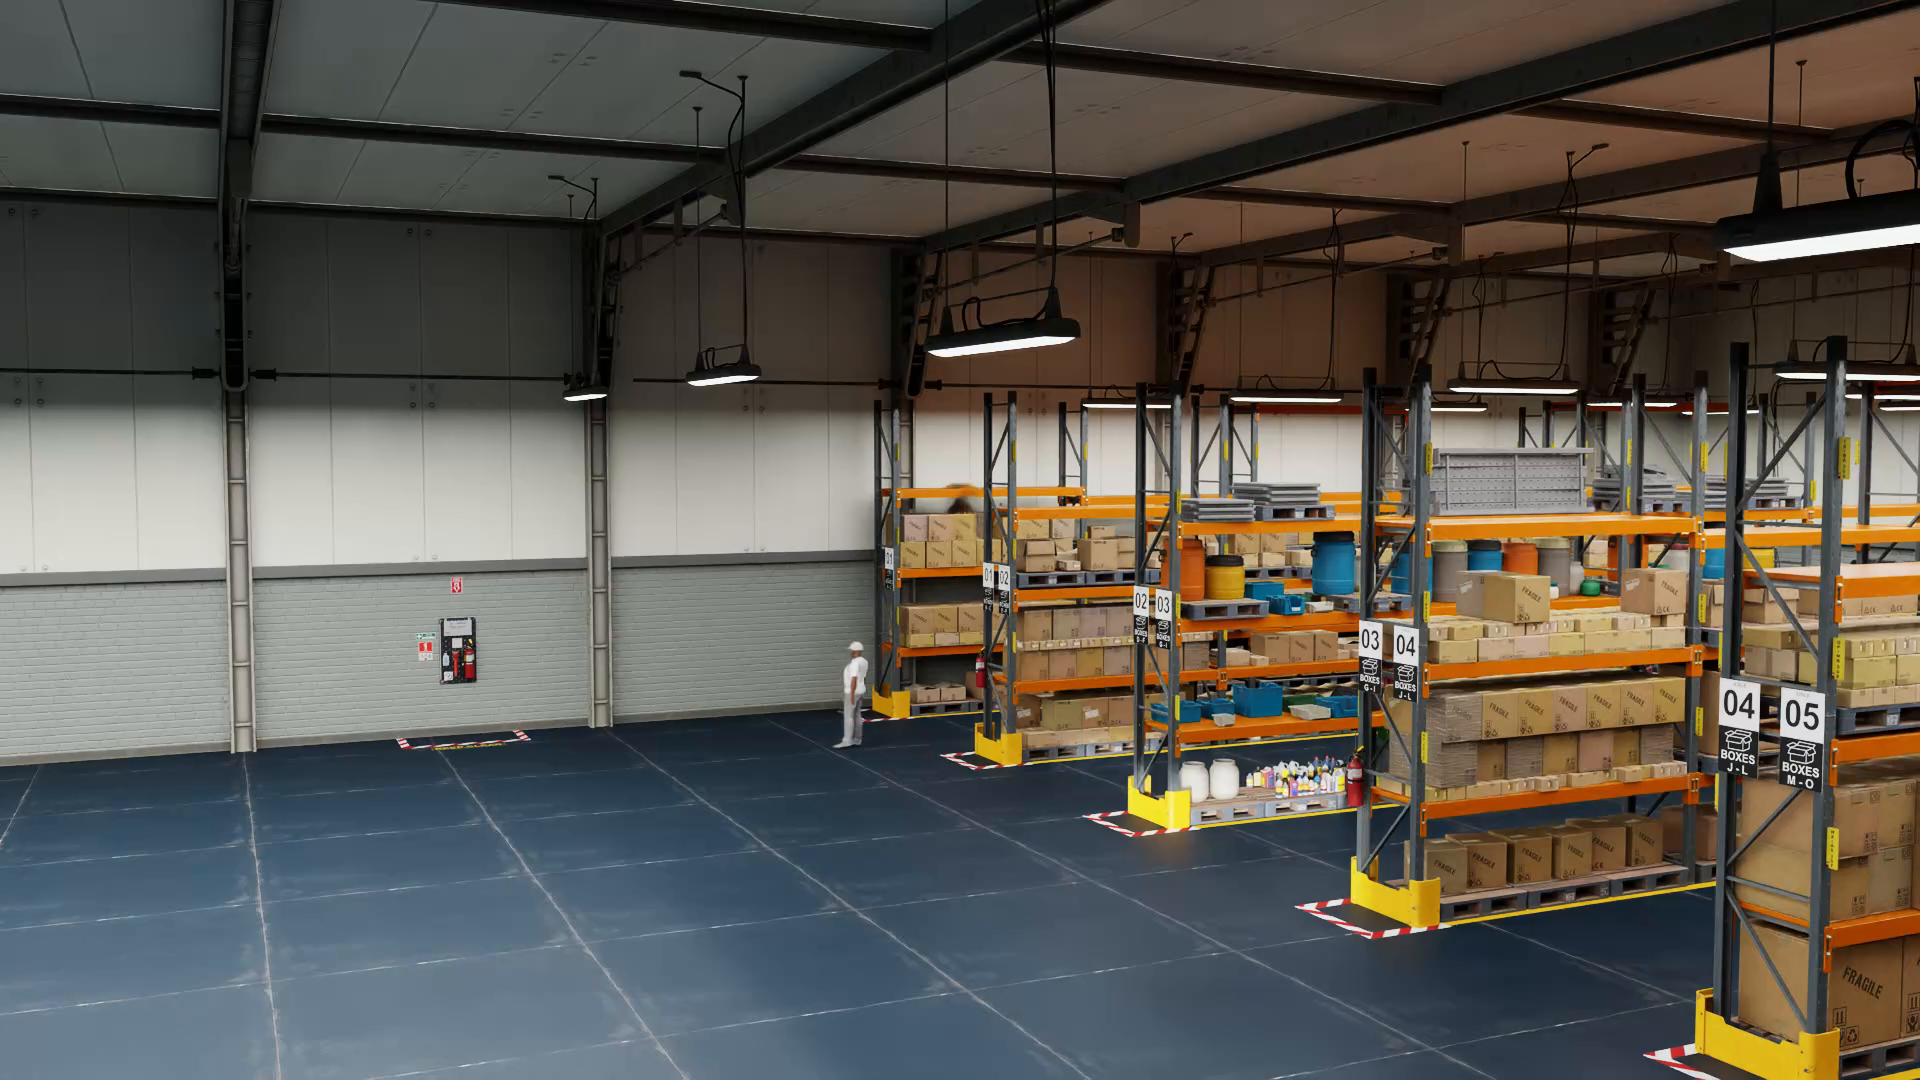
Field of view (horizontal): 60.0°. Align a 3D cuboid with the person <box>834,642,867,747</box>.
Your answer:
[{"bbox_3d":[-1.858,2.626,28.398,0.447,1.776,0.633,1,3,15],"label":"person"}]

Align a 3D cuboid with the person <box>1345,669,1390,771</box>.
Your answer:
[{"bbox_3d":[6.393,2.755,25.860,1.053,1.724,0.506,-1,3,-11],"label":"person"}]
